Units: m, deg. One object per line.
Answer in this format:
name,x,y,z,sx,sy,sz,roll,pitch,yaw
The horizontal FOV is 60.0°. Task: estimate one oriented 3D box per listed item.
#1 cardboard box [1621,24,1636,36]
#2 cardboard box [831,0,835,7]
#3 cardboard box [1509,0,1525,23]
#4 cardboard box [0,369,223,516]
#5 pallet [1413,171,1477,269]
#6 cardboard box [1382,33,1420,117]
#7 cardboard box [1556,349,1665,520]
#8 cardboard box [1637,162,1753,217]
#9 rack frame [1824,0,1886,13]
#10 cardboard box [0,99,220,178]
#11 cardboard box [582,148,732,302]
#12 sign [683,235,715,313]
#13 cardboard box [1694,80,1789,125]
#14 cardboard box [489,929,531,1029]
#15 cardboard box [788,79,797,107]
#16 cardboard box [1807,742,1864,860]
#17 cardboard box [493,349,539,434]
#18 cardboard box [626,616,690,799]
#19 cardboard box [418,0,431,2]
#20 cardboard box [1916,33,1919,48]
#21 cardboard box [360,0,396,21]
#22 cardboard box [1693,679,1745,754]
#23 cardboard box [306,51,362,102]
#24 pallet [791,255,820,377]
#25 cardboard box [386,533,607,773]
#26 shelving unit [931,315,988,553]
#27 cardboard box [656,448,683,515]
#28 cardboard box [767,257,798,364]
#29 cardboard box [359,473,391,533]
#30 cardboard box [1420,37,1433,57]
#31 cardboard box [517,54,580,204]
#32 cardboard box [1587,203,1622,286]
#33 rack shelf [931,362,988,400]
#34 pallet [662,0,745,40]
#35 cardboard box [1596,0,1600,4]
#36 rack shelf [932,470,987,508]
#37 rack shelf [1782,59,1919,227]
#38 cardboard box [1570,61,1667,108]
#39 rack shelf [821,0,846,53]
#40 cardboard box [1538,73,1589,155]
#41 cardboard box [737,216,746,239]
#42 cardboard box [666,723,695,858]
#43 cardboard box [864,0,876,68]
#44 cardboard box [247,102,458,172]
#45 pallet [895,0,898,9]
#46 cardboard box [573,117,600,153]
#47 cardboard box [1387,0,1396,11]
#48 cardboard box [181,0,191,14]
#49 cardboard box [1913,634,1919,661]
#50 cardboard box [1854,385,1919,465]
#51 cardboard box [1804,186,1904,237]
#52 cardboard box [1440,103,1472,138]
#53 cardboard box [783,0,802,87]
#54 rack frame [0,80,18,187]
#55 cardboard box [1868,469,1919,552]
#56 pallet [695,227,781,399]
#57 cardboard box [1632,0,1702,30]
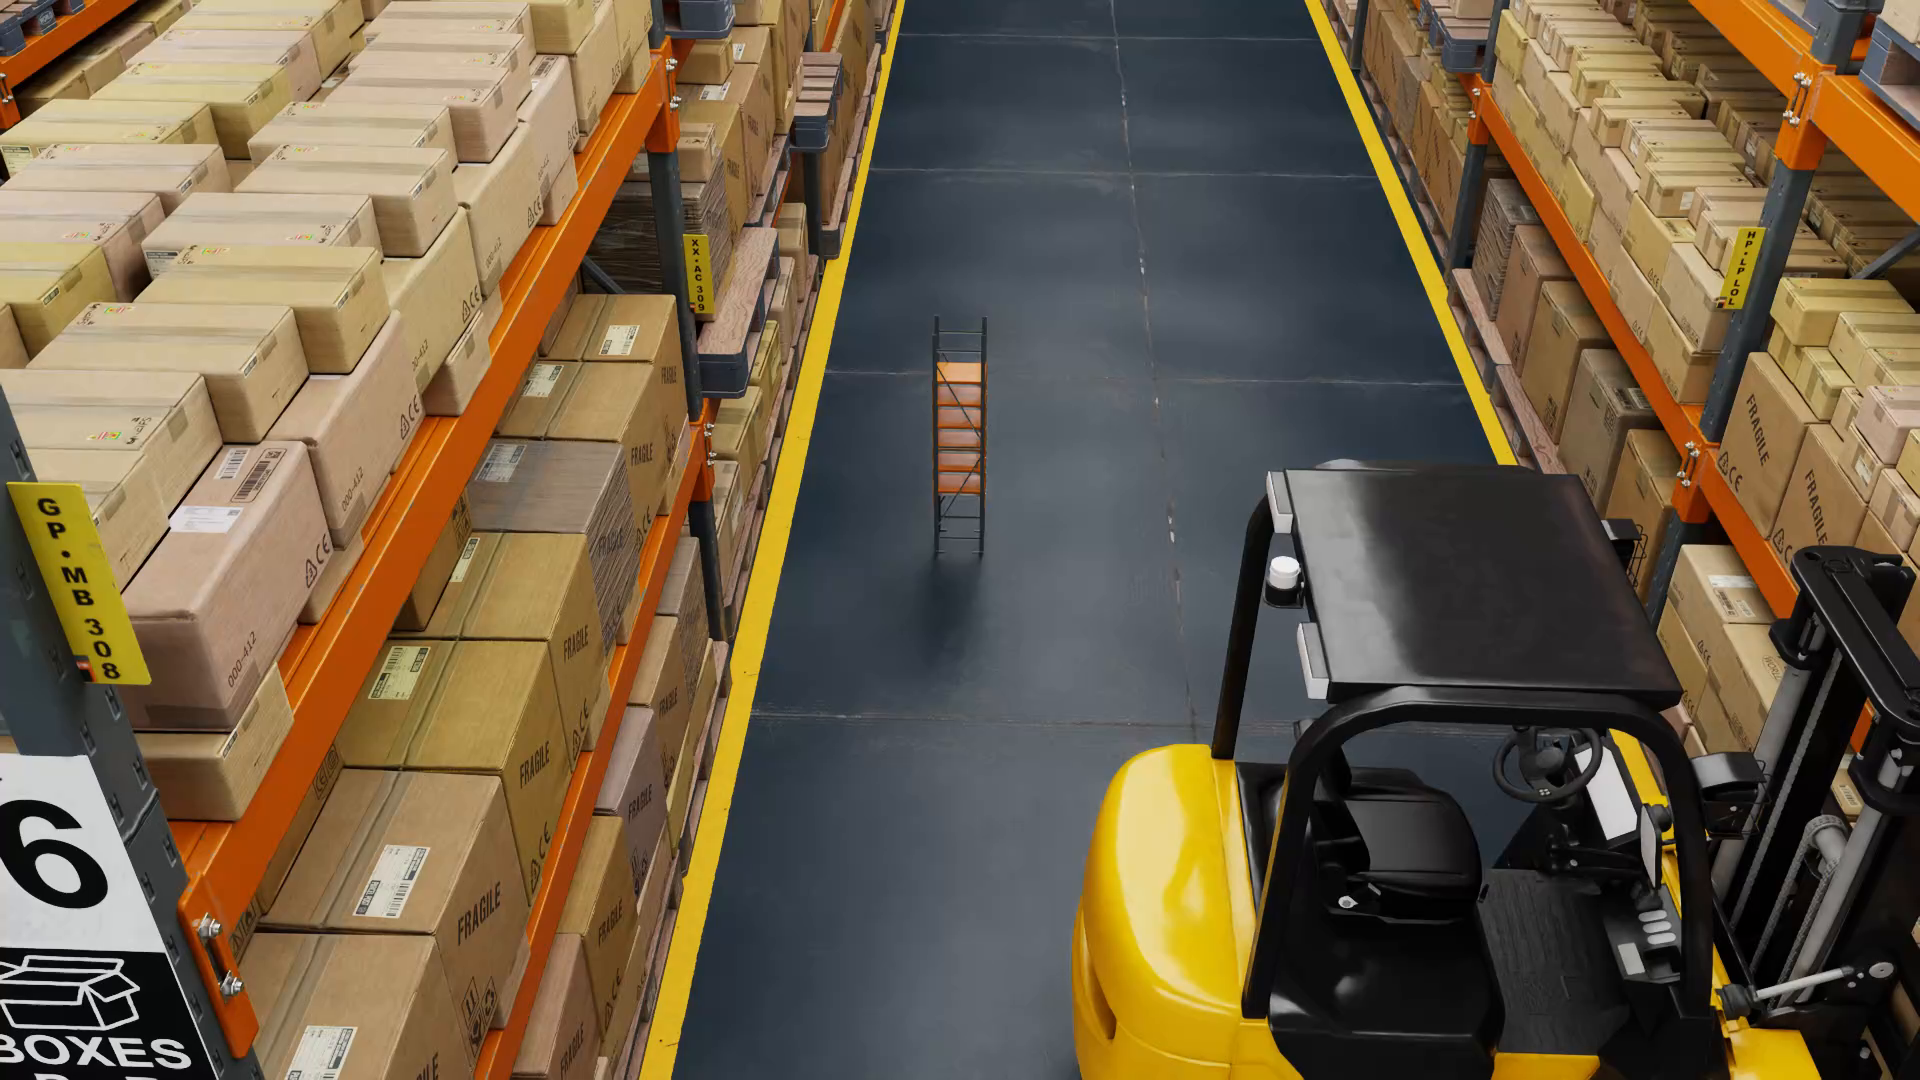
cardboard box,3.842,-2.728,9.218,0.500,0.250,0.500,2,35,3
cardboard box,-1.076,-3.772,11.139,0.500,0.250,0.500,2,35,3
cardboard box,3.276,-2.979,9.229,0.380,0.149,0.250,2,35,3
cardboard box,-1.486,-0.161,2.786,0.380,0.149,0.250,1,35,2
pallet,3.651,-2.136,11.106,1.003,0.211,1.213,1,35,2
cardboard box,3.463,-3.431,12.332,0.500,0.500,0.500,0,35,0
cardboard box,3.471,-0.497,8.048,0.875,0.625,0.625,1,35,1
cardboard box,3.147,-1.501,7.126,0.380,0.149,0.250,0,35,0
rack frame,3.422,-3.005,4.700,1.000,3.000,0.127,1,35,2
cardboard box,-1.952,-0.899,3.837,0.380,0.149,0.250,2,35,3
cardboard box,-1.232,-1.261,6.724,0.500,0.500,0.500,2,35,3
sign,-0.995,-1.010,6.325,0.100,0.325,0.005,1,35,2
cardboard box,3.730,-2.081,7.952,0.380,0.149,0.250,2,35,3
cardboard box,-1.334,1.106,4.285,0.380,0.149,0.250,2,35,3
cardboard box,-1.077,-2.391,8.897,0.380,0.149,0.250,0,35,0
cardboard box,3.050,0.843,5.598,0.500,0.250,0.500,2,35,3
cardboard box,-1.814,-0.694,5.414,0.700,0.500,0.500,2,35,2
cardboard box,-1.312,0.621,6.131,0.500,0.500,0.500,2,35,3
cardboard box,-1.366,-1.628,4.875,0.380,0.149,0.250,2,35,3
cardboard box,3.145,-1.482,4.767,0.500,0.311,0.500,2,35,3
cardboard box,-1.877,-1.639,4.890,0.380,0.149,0.250,0,35,0
cardboard box,3.076,0.758,6.154,0.500,0.250,0.500,1,35,2
cardboard box,-1.873,-1.121,4.499,0.500,0.250,0.500,2,35,2
pallet,-1.410,-1.372,10.018,1.003,0.211,1.213,1,35,2
cardboard box,-1.353,0.324,4.835,0.500,0.500,0.500,1,35,1
shelving unit,-0.001,-0.483,7.893,0.258,1.200,0.189,1,35,2
cardboard box,-1.249,-0.225,6.181,0.380,0.149,0.250,2,35,3
cardboard box,-1.431,-1.310,9.425,0.950,0.372,0.625,1,35,1
cardboard box,-1.409,-0.120,3.422,0.380,0.149,0.250,1,35,2
cardboard box,3.492,-3.454,11.801,0.380,0.149,0.250,1,35,2
cardboard box,-1.341,-1.108,4.481,0.500,0.250,0.500,1,35,1
cardboard box,3.246,-1.359,7.705,0.500,0.250,0.500,2,35,2
rack shelf,-0.001,-0.741,7.712,0.258,0.103,0.180,1,35,2
pallet,-1.406,-2.166,6.278,1.213,0.211,1.003,1,35,2
cardboard box,3.760,-3.354,9.961,0.500,0.500,0.500,3,35,4
rack shelf,-0.001,-0.250,8.057,0.258,0.103,0.180,1,35,2
rack shelf,3.342,-0.335,4.135,1.077,0.370,4.000,1,35,2
cardboard box,3.234,-2.237,8.174,0.380,0.149,0.250,2,35,3
rack shelf,-1.297,-3.816,11.697,1.077,0.370,4.000,1,35,2
cardboard box,3.261,-2.155,8.403,0.500,0.250,0.500,0,35,1
cardboard box,-1.194,-1.497,7.625,0.380,0.149,0.250,2,35,3
cardboard box,-1.304,0.942,6.327,0.500,0.250,0.500,0,35,1
cardboard box,-1.161,-4.204,13.106,0.875,0.875,0.875,2,35,3
cardboard box,-1.388,-0.889,3.823,0.380,0.149,0.250,2,35,3
pallet,-1.061,-5.257,15.546,1.003,0.211,1.213,1,35,2
cardboard box,-1.330,-1.309,5.114,0.380,0.149,0.250,2,35,2
cardboard box,3.529,-4.201,12.863,0.380,0.149,0.250,0,35,1
cardboard box,-5.978,-4.043,12.551,0.500,0.250,0.500,3,35,4
cardboard box,3.078,0.536,4.792,0.500,0.500,0.500,2,35,2
cardboard box,3.078,-0.358,5.241,0.380,0.149,0.250,2,35,3
cardboard box,3.725,-1.351,6.912,0.380,0.149,0.250,1,35,2
cardboard box,3.330,-2.711,10.743,0.380,0.149,0.250,0,35,-1
cardboard box,-1.127,-2.731,8.817,0.500,0.500,0.500,1,35,1
rack frame,-6.327,-3.018,9.935,1.000,3.000,0.127,1,35,2
cardboard box,3.059,-0.090,5.119,0.380,0.149,0.250,1,35,1
pallet,-1.362,-1.021,7.260,1.003,0.211,1.213,1,35,2
cardboard box,3.873,-2.811,8.990,0.380,0.149,0.250,2,35,3
